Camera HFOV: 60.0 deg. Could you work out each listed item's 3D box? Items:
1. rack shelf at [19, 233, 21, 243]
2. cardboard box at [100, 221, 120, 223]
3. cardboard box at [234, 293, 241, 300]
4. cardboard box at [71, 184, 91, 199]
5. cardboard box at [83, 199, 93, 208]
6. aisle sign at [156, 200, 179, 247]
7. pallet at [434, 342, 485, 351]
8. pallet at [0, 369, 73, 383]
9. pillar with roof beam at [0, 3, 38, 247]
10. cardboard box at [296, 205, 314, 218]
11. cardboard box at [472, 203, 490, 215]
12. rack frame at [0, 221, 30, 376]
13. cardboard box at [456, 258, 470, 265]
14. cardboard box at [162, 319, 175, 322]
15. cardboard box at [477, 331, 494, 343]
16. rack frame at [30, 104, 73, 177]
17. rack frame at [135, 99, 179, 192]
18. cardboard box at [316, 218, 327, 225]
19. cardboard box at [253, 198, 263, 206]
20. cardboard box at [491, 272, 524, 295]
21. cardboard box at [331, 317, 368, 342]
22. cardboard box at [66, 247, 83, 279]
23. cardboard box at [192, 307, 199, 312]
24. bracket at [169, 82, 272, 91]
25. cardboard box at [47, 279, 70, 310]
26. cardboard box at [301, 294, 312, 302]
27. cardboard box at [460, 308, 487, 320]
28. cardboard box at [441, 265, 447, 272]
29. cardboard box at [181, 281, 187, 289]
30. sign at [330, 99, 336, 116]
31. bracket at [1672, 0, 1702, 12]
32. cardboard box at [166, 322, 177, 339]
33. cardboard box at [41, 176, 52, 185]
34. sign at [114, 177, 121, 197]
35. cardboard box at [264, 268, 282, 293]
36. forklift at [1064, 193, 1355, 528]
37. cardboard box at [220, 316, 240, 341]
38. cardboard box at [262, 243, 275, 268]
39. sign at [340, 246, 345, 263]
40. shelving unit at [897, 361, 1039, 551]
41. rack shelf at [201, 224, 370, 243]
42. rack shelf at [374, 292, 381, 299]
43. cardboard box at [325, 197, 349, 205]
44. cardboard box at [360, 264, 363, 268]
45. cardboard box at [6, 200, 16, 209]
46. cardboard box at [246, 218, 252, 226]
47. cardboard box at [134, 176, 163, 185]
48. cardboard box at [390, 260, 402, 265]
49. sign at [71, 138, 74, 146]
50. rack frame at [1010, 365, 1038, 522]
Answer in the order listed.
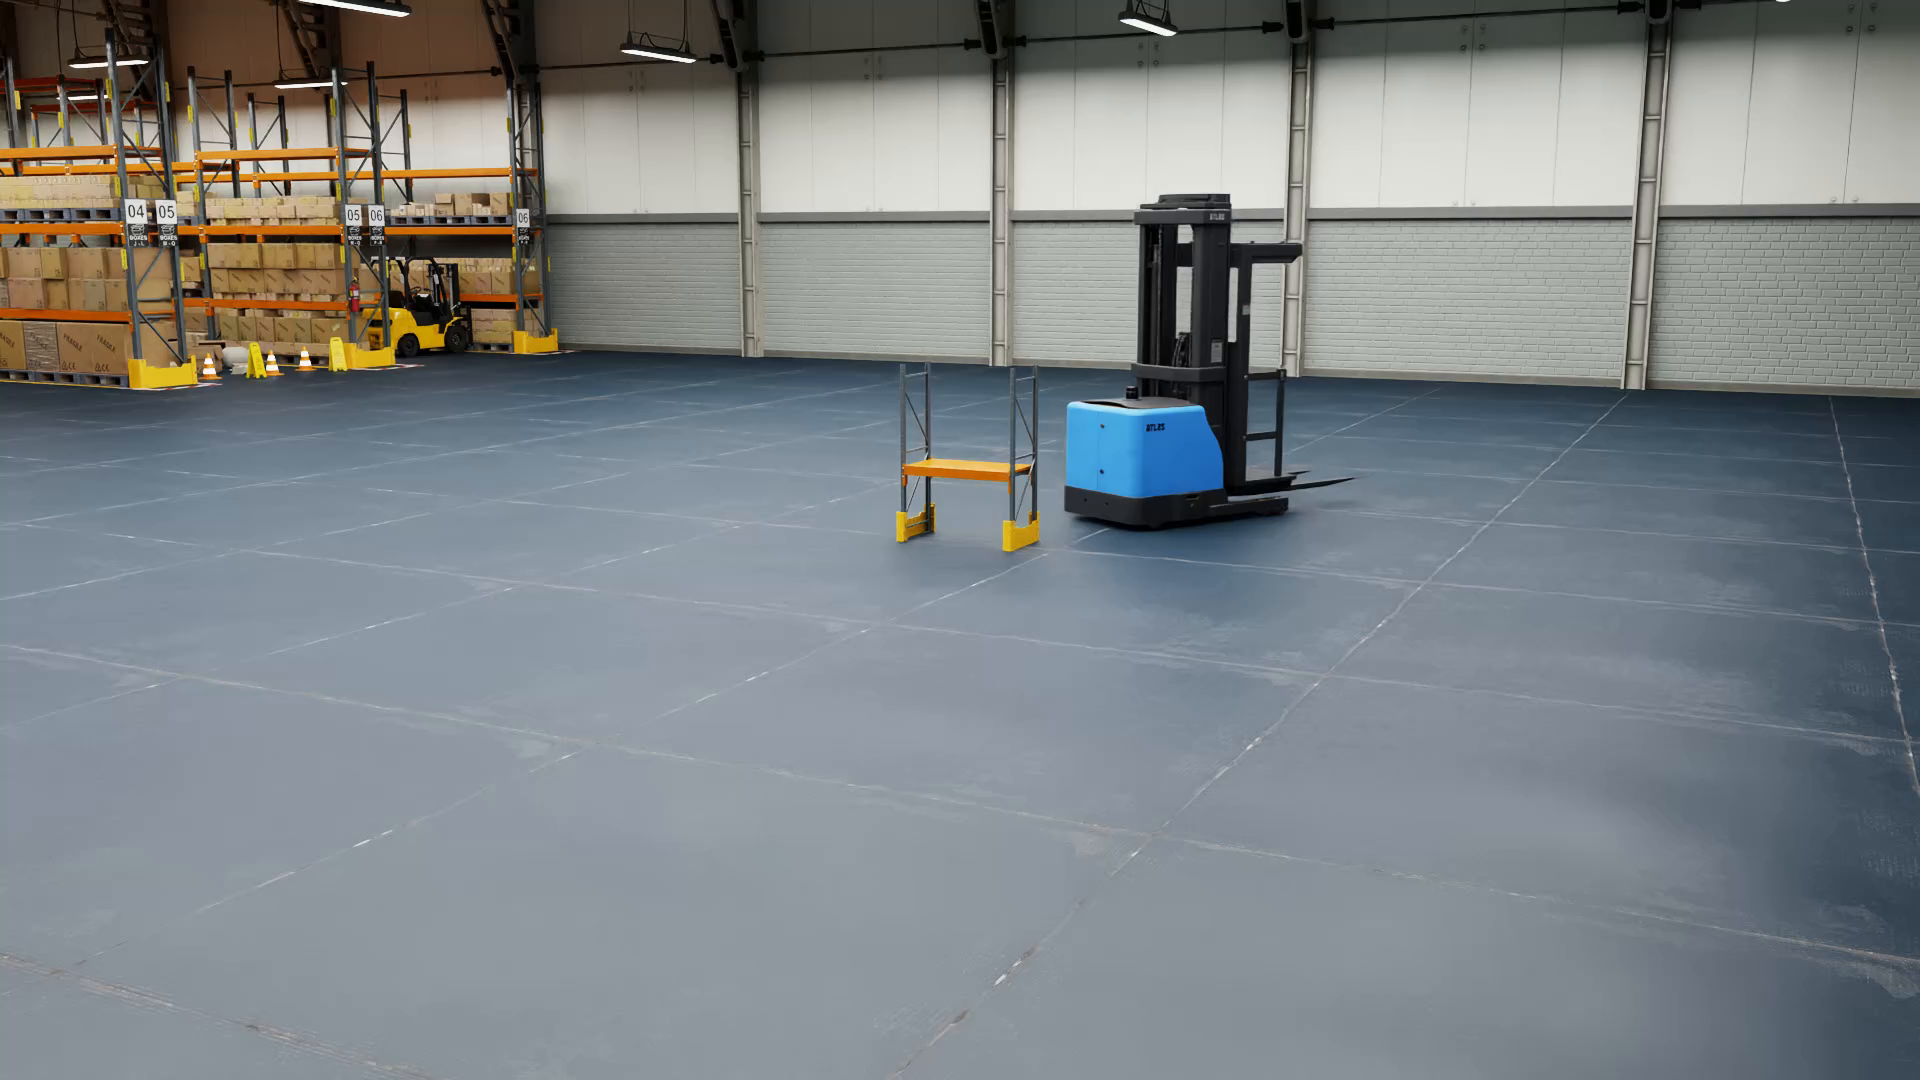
[{"bbox_3d":[-19.370,-5.780,31.343,4.000,0.370,1.077,5,11,26],"label":"rack shelf"},{"bbox_3d":[-18.218,-7.063,36.132,0.500,0.500,0.700,5,11,26],"label":"cardboard box"},{"bbox_3d":[-14.835,-5.072,34.537,0.250,0.149,0.380,5,11,26],"label":"cardboard box"},{"bbox_3d":[-15.000,-6.023,28.792,0.500,0.250,0.500,5,11,26],"label":"cardboard box"},{"bbox_3d":[-14.893,-5.806,28.710,0.250,0.149,0.380,5,11,27],"label":"cardboard box"},{"bbox_3d":[-13.793,-5.507,28.936,0.004,0.787,0.394,5,11,26],"label":"aisle sign"},{"bbox_3d":[-11.491,-4.555,38.804,1.213,0.211,1.003,5,11,26],"label":"pallet"},{"bbox_3d":[-16.929,-3.056,30.524,1.213,0.211,1.003,5,11,26],"label":"pallet"},{"bbox_3d":[-27.969,-9.659,42.330,0.548,9.000,9.100,5,11,26],"label":"pillar with roof beam"},{"bbox_3d":[-12.912,-6.572,33.283,0.500,0.250,0.500,5,11,25],"label":"cardboard box"},{"bbox_3d":[-10.801,-7.480,37.629,0.258,0.266,0.396,5,11,26],"label":"cardboard box"},{"bbox_3d":[-17.576,-4.501,30.675,0.127,3.000,1.000,5,11,26],"label":"rack frame"},{"bbox_3d":[-11.300,-6.371,38.072,0.250,0.149,0.380,5,12,27],"label":"cardboard box"},{"bbox_3d":[-20.124,-5.625,42.729,0.500,0.500,0.500,6,12,28],"label":"cardboard box"},{"bbox_3d":[-10.699,-4.658,38.086,0.500,0.250,0.500,5,11,26],"label":"cardboard box"},{"bbox_3d":[-24.045,-9.990,44.160,0.127,3.000,1.000,5,11,26],"label":"rack frame"},{"bbox_3d":[-20.458,-9.675,42.418,0.127,3.000,1.000,5,11,26],"label":"rack frame"},{"bbox_3d":[-12.571,-6.334,33.089,0.250,0.149,0.380,5,11,26],"label":"cardboard box"},{"bbox_3d":[-14.146,-6.873,33.828,0.250,0.149,0.380,5,11,25],"label":"cardboard box"},{"bbox_3d":[-10.254,-5.823,37.701,0.500,0.500,0.500,5,11,25],"label":"cardboard box"},{"bbox_3d":[-12.512,-4.316,34.092,0.500,0.500,0.500,5,11,24],"label":"cardboard box"},{"bbox_3d":[-15.281,-4.921,29.542,0.550,0.550,0.875,5,11,26],"label":"cardboard box"},{"bbox_3d":[-19.277,-5.875,42.286,0.250,0.149,0.380,5,11,26],"label":"cardboard box"},{"bbox_3d":[-18.143,-11.351,41.573,4.783,0.066,0.076,5,11,26],"label":"bracket"},{"bbox_3d":[-15.785,-4.420,29.811,0.500,0.550,0.875,5,11,26],"label":"cardboard box"},{"bbox_3d":[-13.060,-4.897,33.571,0.250,0.149,0.380,5,12,27],"label":"cardboard box"},{"bbox_3d":[-11.165,-5.187,38.199,0.500,0.250,0.500,5,11,27],"label":"cardboard box"},{"bbox_3d":[-11.736,-6.268,38.341,0.250,0.149,0.380,5,11,25],"label":"cardboard box"},{"bbox_3d":[-16.289,-5.402,35.183,0.250,0.149,0.380,5,11,24],"label":"cardboard box"},{"bbox_3d":[-12.153,-8.387,32.233,0.005,0.325,0.100,5,11,26],"label":"sign"},{"bbox_3d":[11.816,-8.719,27.028,0.430,0.232,0.235,5,11,26],"label":"bracket"},{"bbox_3d":[-16.237,-4.155,33.659,0.500,0.500,0.500,5,11,26],"label":"cardboard box"},{"bbox_3d":[-15.809,-6.279,29.083,0.250,0.149,0.380,5,11,26],"label":"cardboard box"},{"bbox_3d":[-14.242,-5.973,28.122,0.005,0.325,0.100,5,11,26],"label":"sign"},{"bbox_3d":[-13.838,-5.301,33.984,0.500,0.500,0.500,5,11,26],"label":"cardboard box"},{"bbox_3d":[2.459,-1.726,15.538,3.031,2.935,1.130,-7,13,-35],"label":"forklift"},{"bbox_3d":[-15.067,-4.432,34.733,0.500,0.500,0.500,6,12,29],"label":"cardboard box"},{"bbox_3d":[-13.784,-5.803,33.949,0.500,0.500,0.700,5,11,25],"label":"cardboard box"},{"bbox_3d":[-12.153,-5.622,32.734,0.005,0.325,0.100,5,11,26],"label":"sign"},{"bbox_3d":[0.068,-0.732,14.063,1.083,1.500,0.587,5,11,26],"label":"shelving unit"},{"bbox_3d":[-13.683,-6.264,34.014,4.000,0.370,1.077,5,11,26],"label":"rack shelf"},{"bbox_3d":[-15.077,-5.896,40.404,4.000,0.370,1.077,5,11,26],"label":"rack shelf"},{"bbox_3d":[-12.323,-6.708,32.917,0.250,0.149,0.380,5,11,26],"label":"cardboard box"},{"bbox_3d":[-14.124,-6.497,39.605,0.250,0.149,0.380,5,11,26],"label":"cardboard box"},{"bbox_3d":[-16.719,-5.966,29.596,0.250,0.149,0.380,5,11,25],"label":"cardboard box"},{"bbox_3d":[-14.383,-6.508,34.047,0.250,0.149,0.380,5,11,24],"label":"cardboard box"},{"bbox_3d":[-14.148,-6.263,28.998,0.250,0.149,0.380,5,11,26],"label":"cardboard box"},{"bbox_3d":[-13.129,-6.535,38.976,0.250,0.149,0.380,5,12,27],"label":"cardboard box"},{"bbox_3d":[-23.781,-10.614,44.543,0.005,0.325,0.100,5,11,26],"label":"sign"},{"bbox_3d":[0.532,-0.691,13.838,0.032,1.500,0.500,5,11,26],"label":"rack frame"}]
